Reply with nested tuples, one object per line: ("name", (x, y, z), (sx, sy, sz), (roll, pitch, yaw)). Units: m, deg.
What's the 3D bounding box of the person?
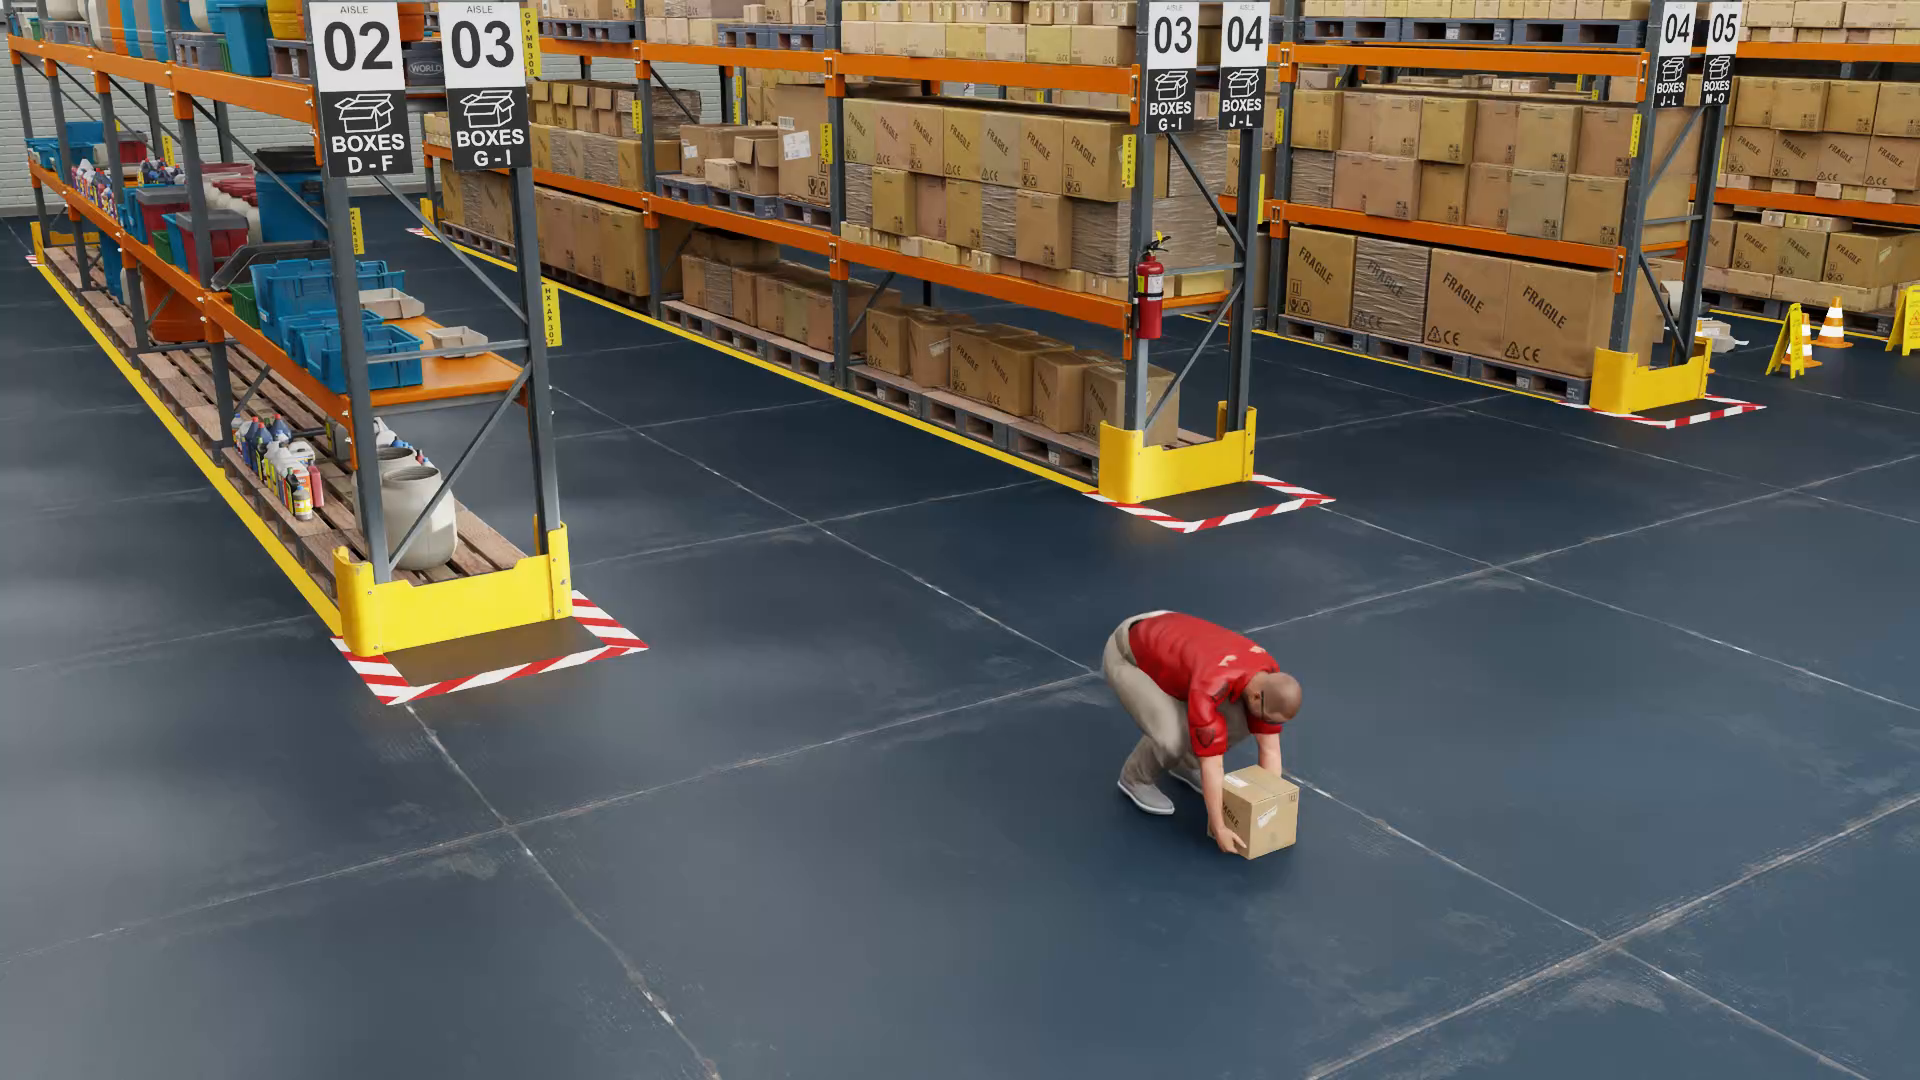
("person", (0.899, 0.245, 6.809), (0.543, 1.733, 0.418), (-12, 21, -33))
